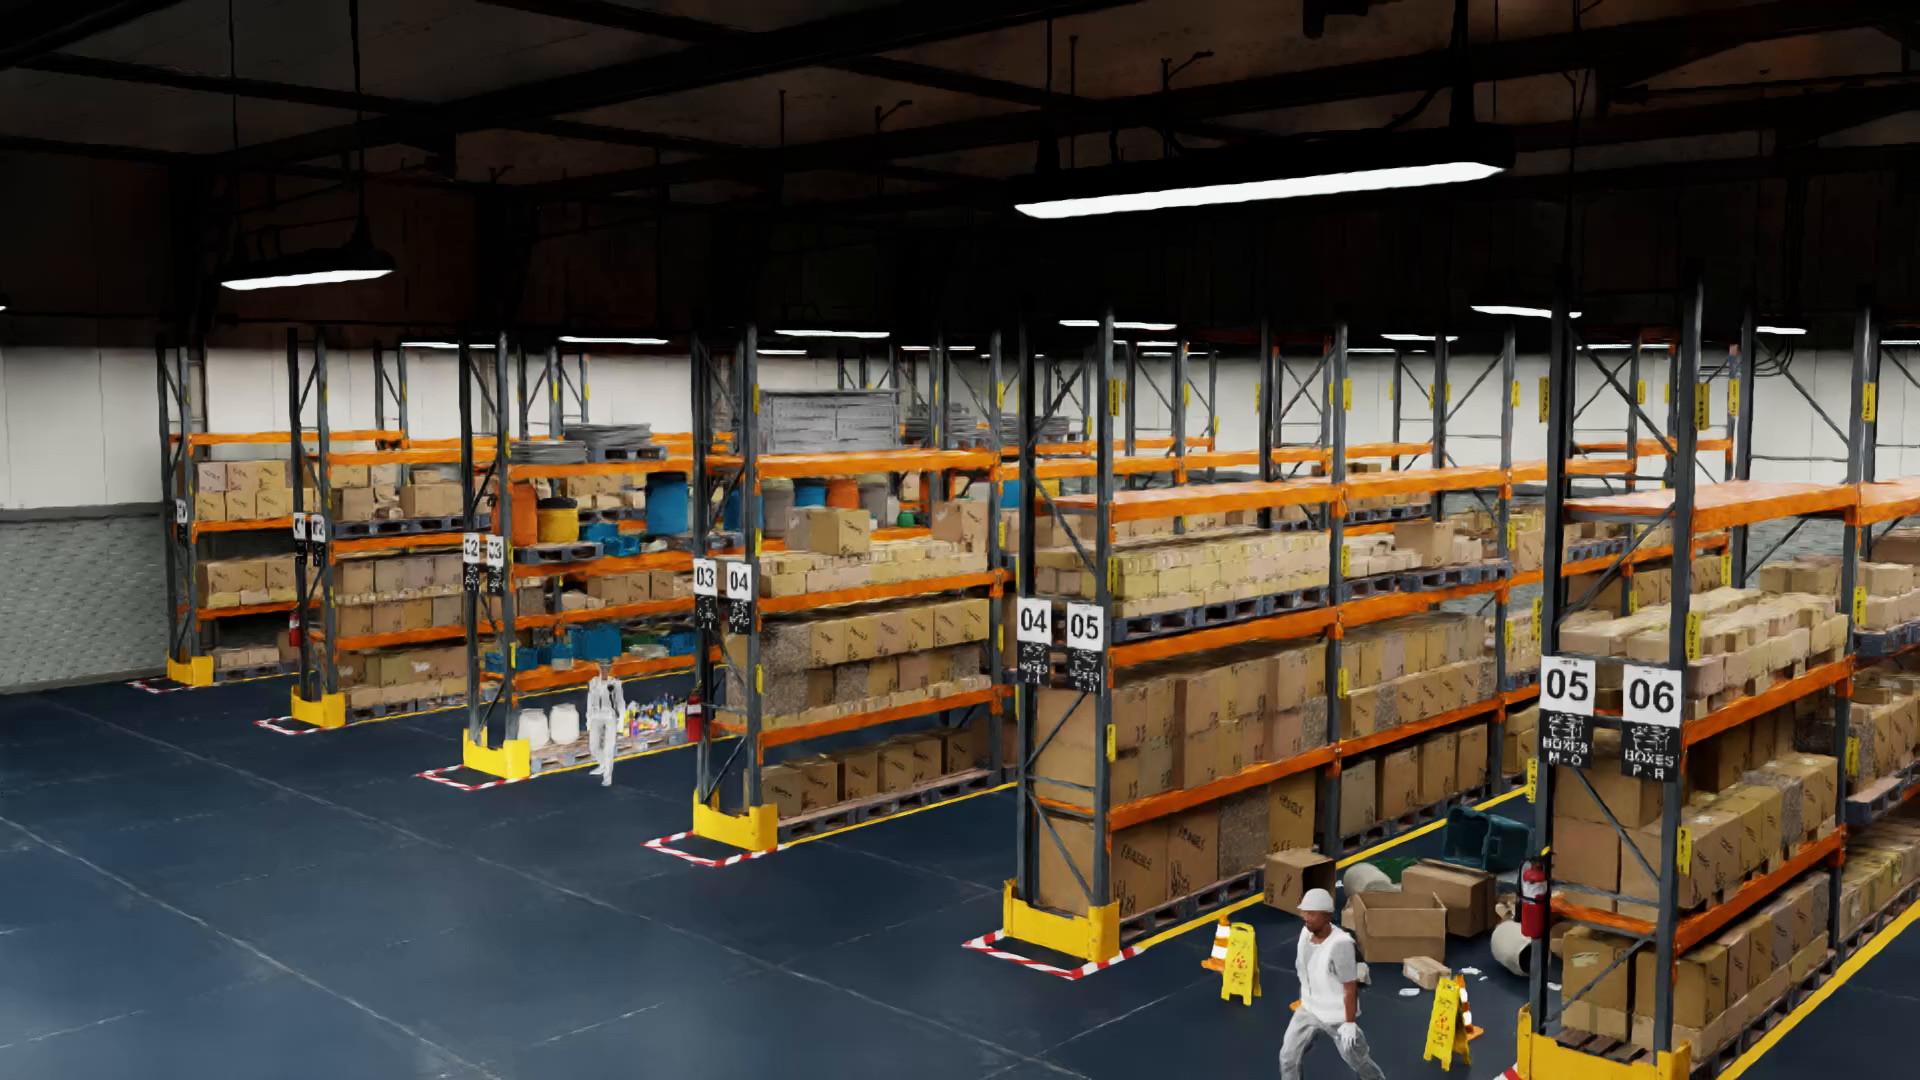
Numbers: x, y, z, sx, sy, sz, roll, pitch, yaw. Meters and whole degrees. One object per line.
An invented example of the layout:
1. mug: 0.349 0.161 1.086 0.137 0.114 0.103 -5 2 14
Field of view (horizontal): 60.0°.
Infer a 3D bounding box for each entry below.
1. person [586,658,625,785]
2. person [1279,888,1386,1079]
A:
1. person: -4.590 2.319 21.561 0.531 1.662 0.507 1 5 7
2. person: 2.561 3.237 11.457 0.984 1.731 0.602 -3 6 -27
